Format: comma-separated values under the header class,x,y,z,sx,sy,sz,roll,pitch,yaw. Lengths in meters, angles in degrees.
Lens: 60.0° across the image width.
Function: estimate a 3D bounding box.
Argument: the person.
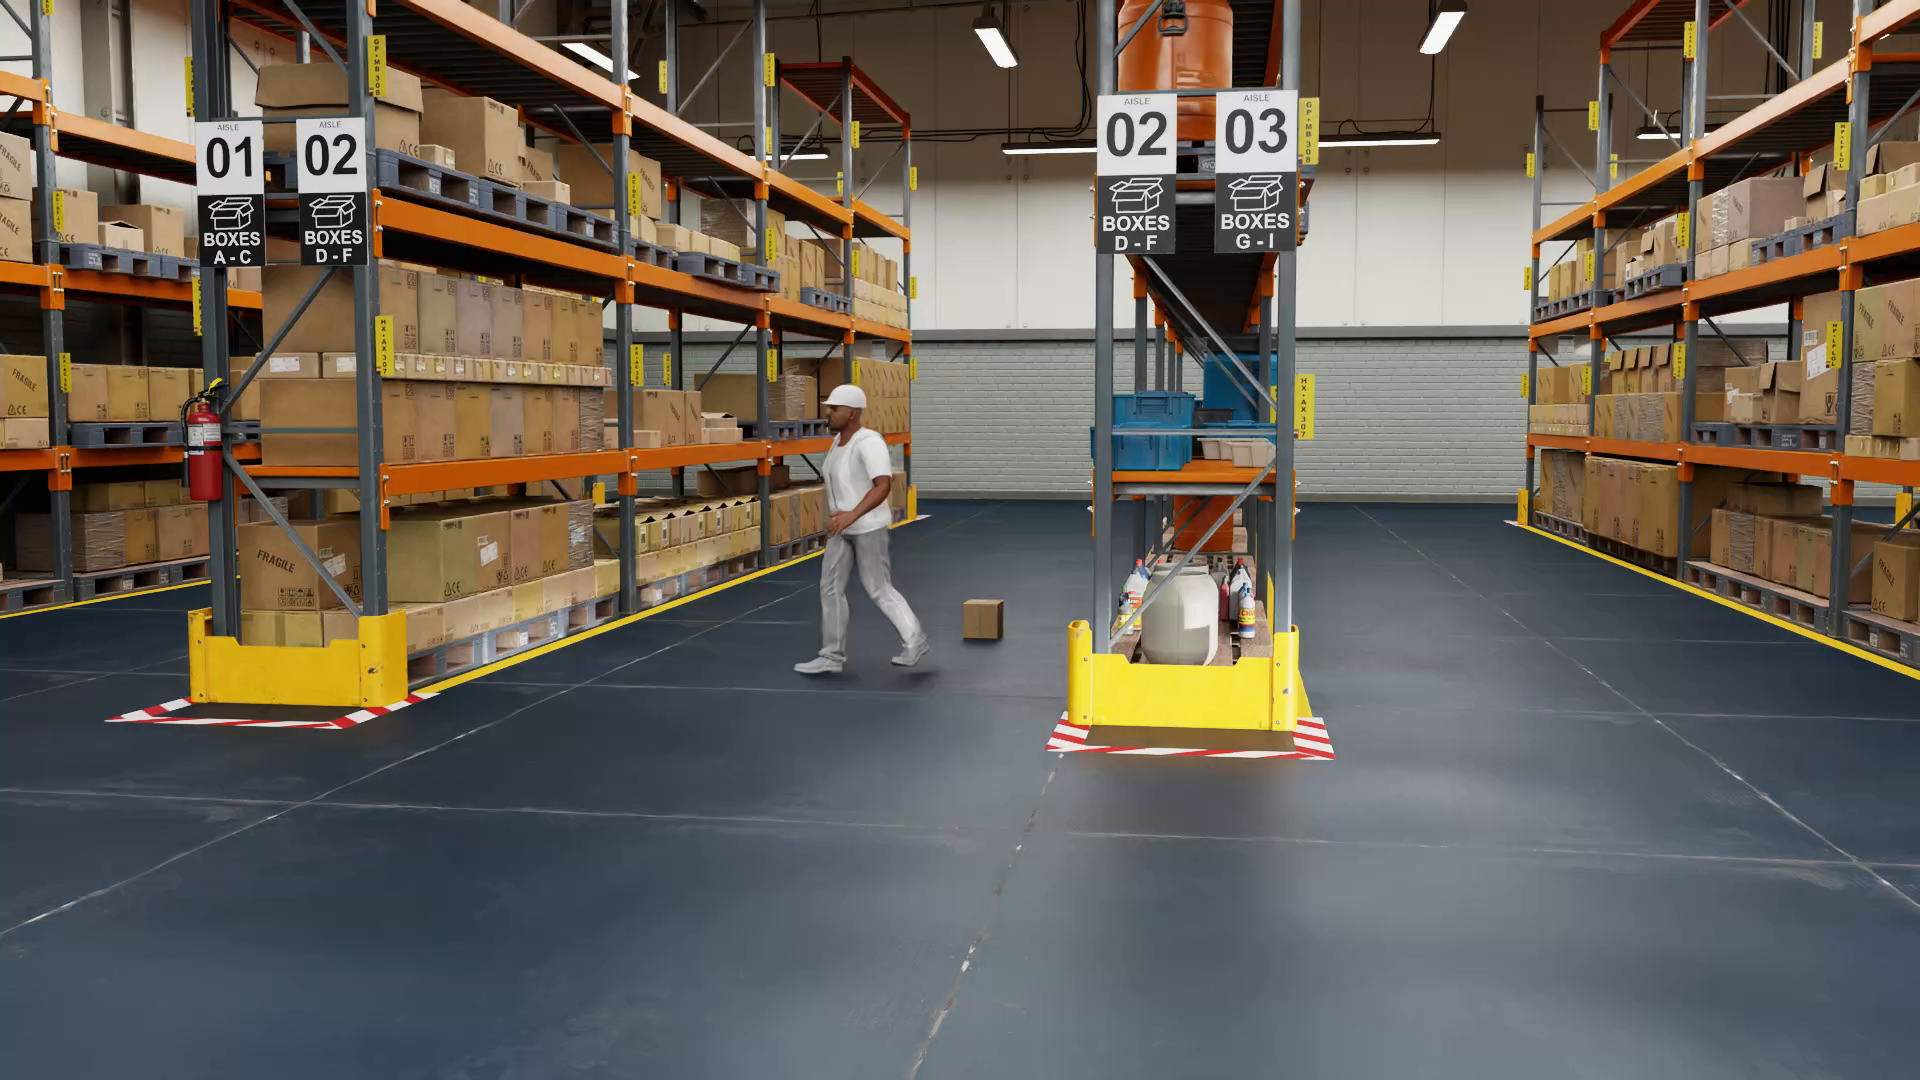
class,x,y,z,sx,sy,sz,roll,pitch,yaw
person,-0.582,-0.065,10.121,0.840,1.748,0.719,-3,5,-34
